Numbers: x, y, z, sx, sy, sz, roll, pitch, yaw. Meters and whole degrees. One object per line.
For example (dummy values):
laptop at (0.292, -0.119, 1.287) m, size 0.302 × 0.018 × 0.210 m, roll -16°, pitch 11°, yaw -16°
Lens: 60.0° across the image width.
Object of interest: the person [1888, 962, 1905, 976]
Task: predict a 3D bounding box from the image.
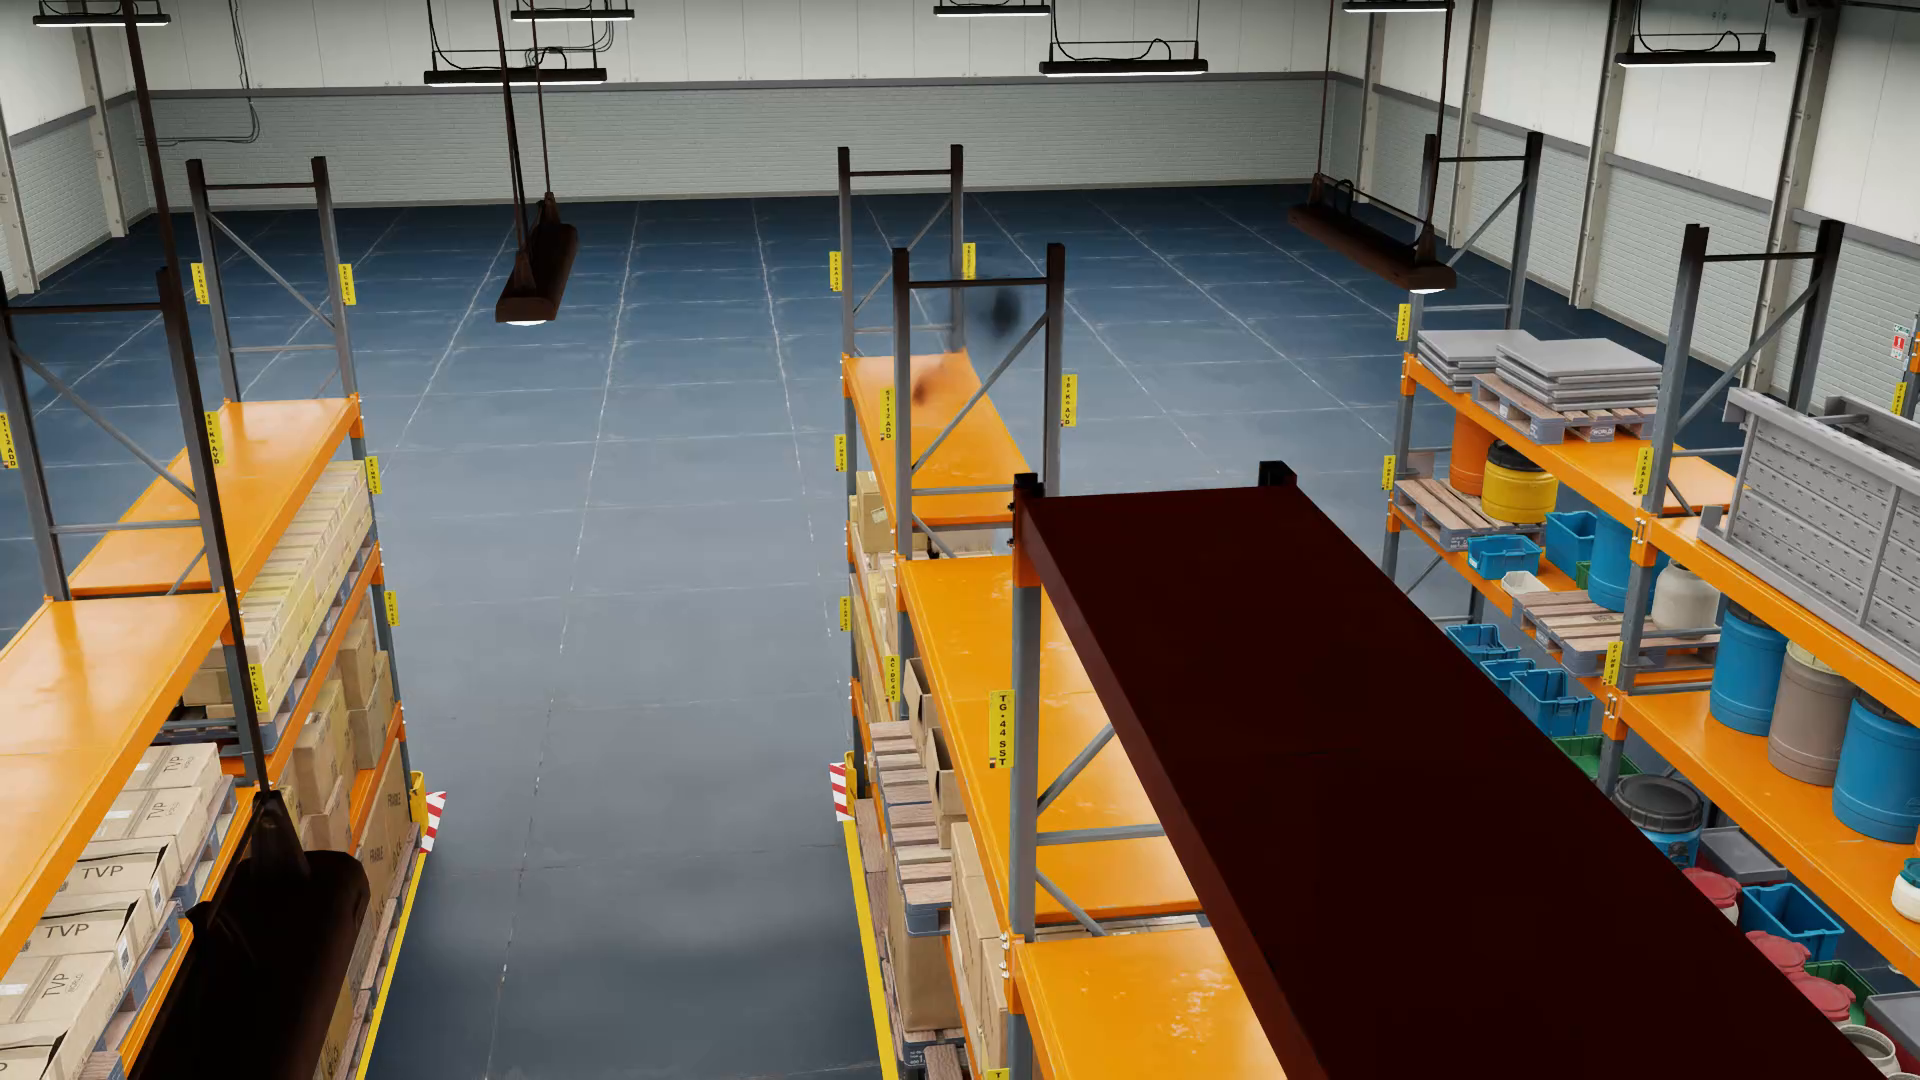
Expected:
person at (7.506, 2.755, 12.614) m, size 0.525 × 1.553 × 0.682 m, roll -11°, pitch 24°, yaw -25°
